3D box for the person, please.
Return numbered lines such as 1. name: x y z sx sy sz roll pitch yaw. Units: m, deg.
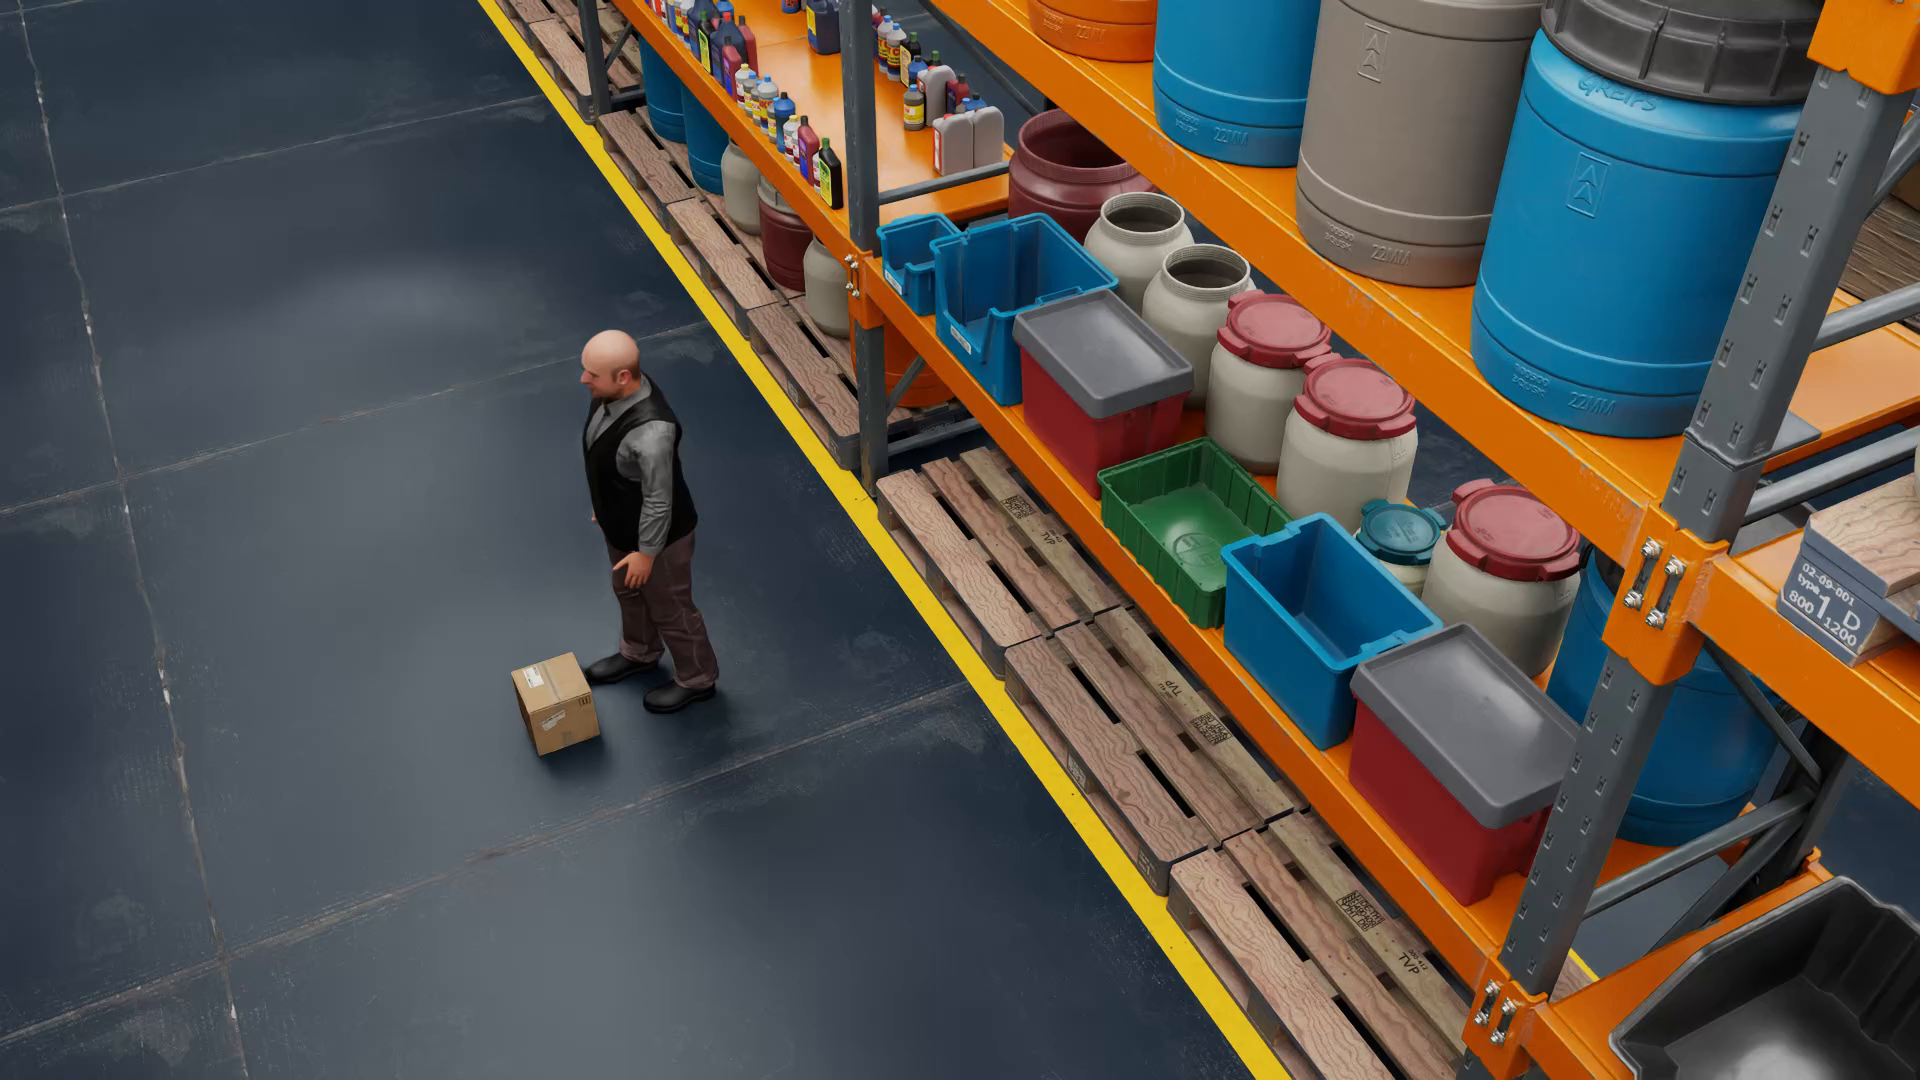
1. person: -1.235 -0.040 6.227 0.480 1.726 0.542 -19 44 -20
